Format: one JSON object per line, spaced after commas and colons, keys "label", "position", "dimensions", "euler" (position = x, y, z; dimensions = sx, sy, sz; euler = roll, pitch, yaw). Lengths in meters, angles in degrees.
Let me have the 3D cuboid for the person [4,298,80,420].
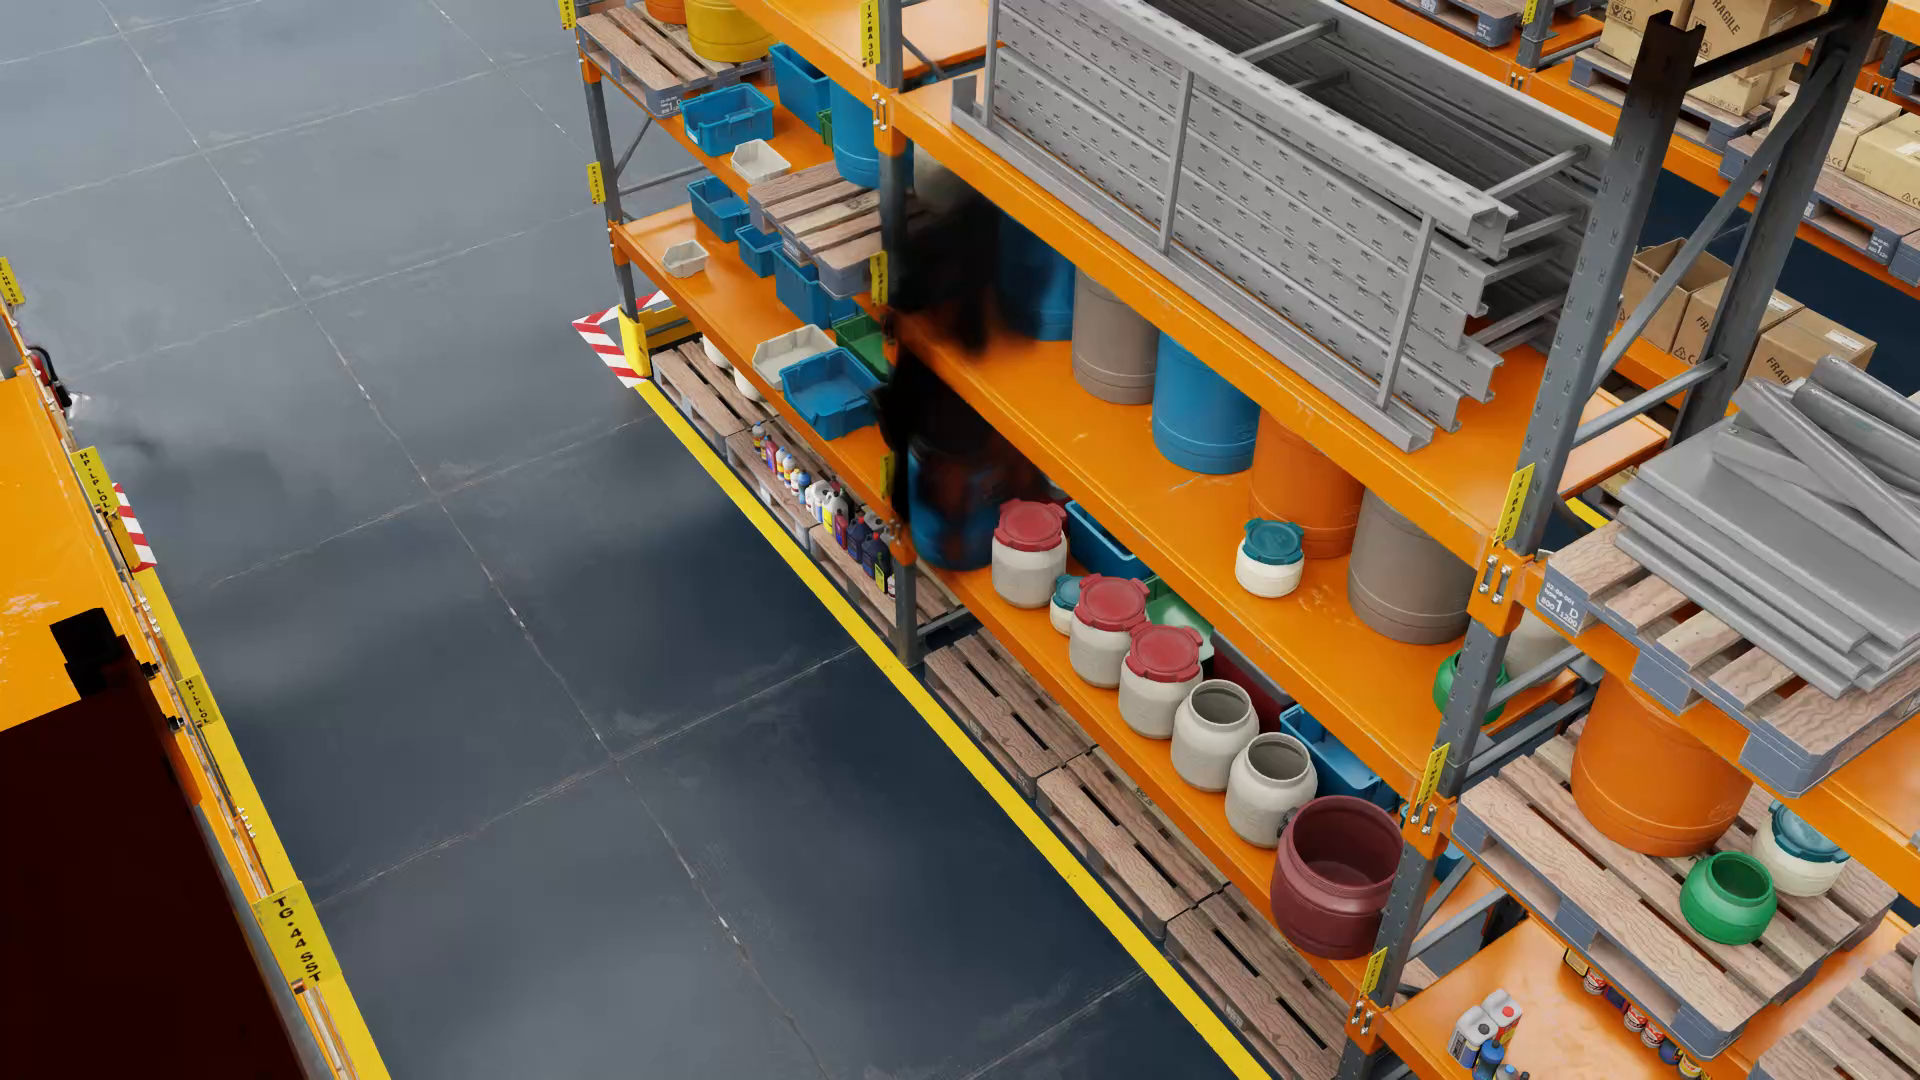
{"label": "person", "position": [-6.901, -1.317, 12.066], "dimensions": [0.603, 1.558, 0.537], "euler": [2, 43, 2]}
